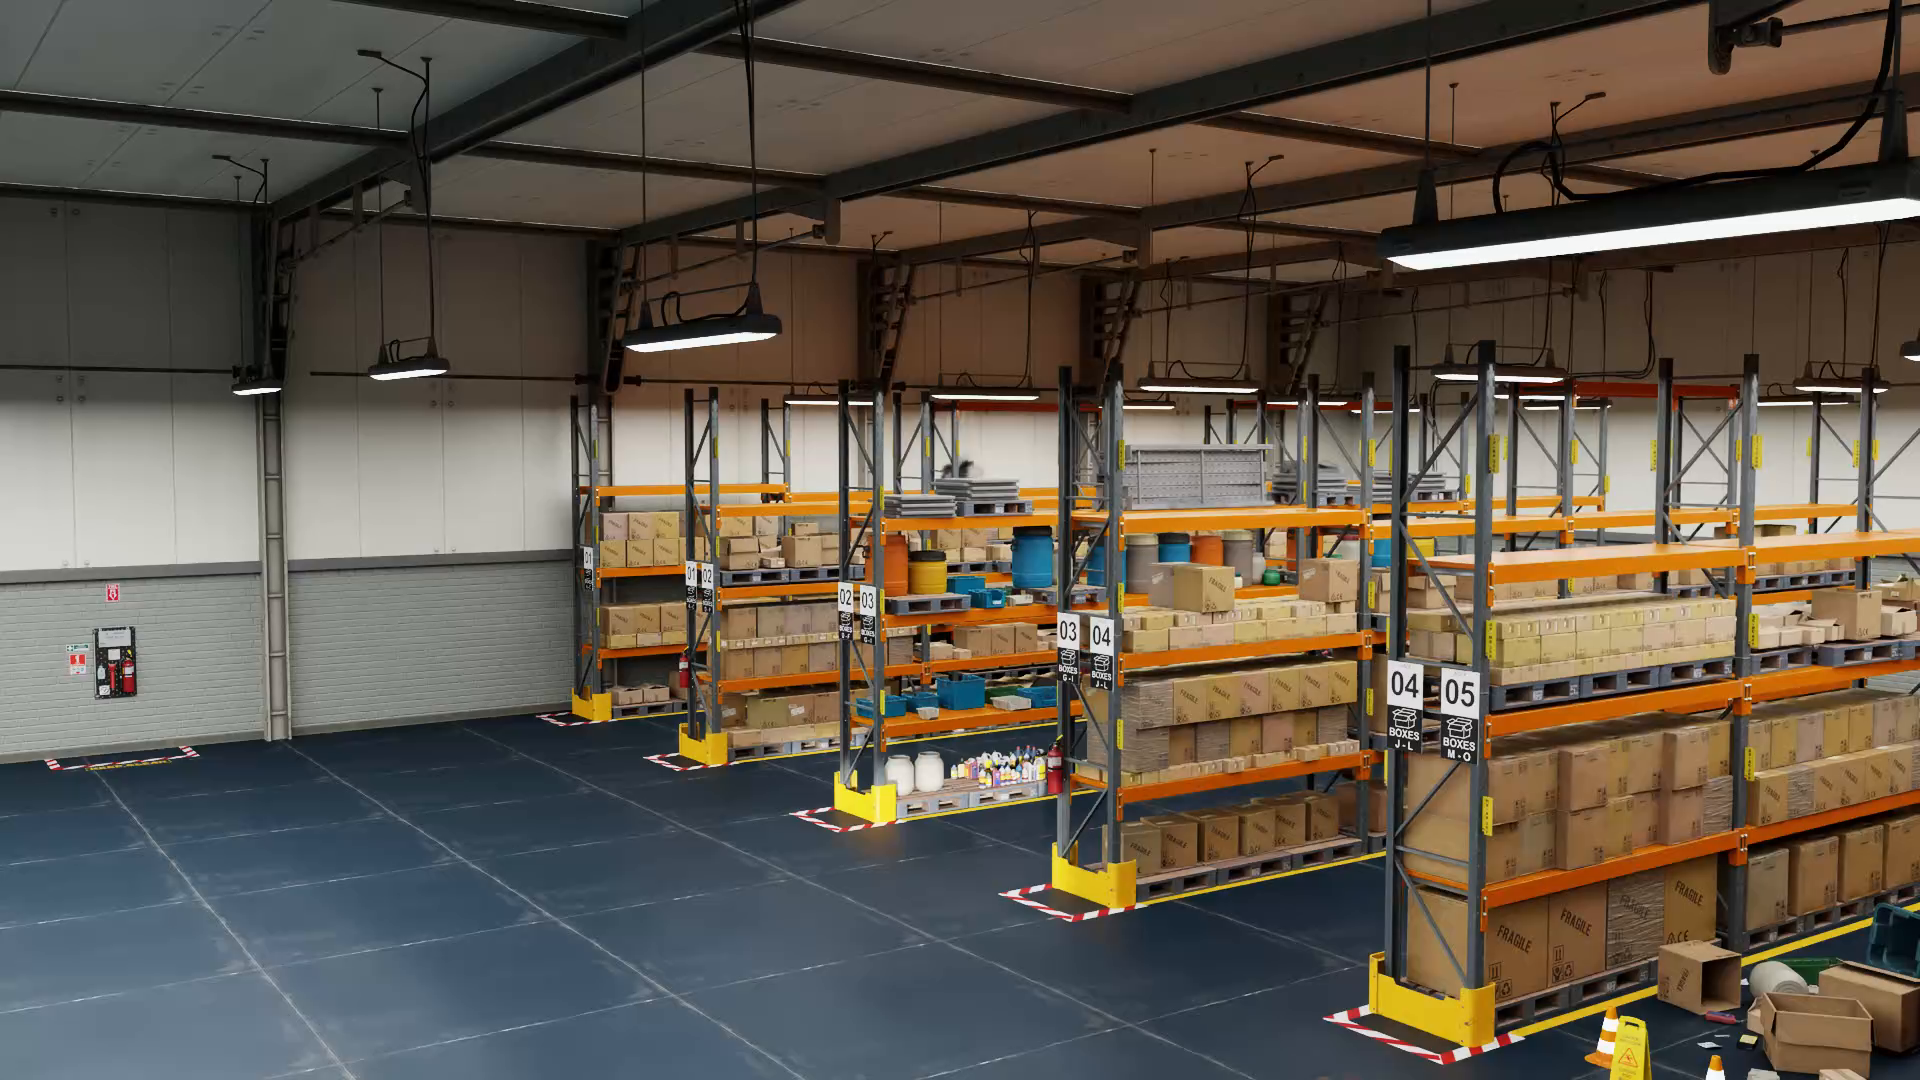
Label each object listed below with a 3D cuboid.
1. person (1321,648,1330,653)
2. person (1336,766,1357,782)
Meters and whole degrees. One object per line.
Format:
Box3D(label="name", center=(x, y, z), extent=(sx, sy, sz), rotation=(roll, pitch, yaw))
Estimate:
Box3D(label="person", center=(7.244, 2.438, 32.153), extent=(0.726, 1.534, 0.501), rotation=(-2, 4, -35))
Box3D(label="person", center=(5.593, 2.924, 23.626), extent=(0.550, 1.621, 0.566), rotation=(-3, 5, -42))
